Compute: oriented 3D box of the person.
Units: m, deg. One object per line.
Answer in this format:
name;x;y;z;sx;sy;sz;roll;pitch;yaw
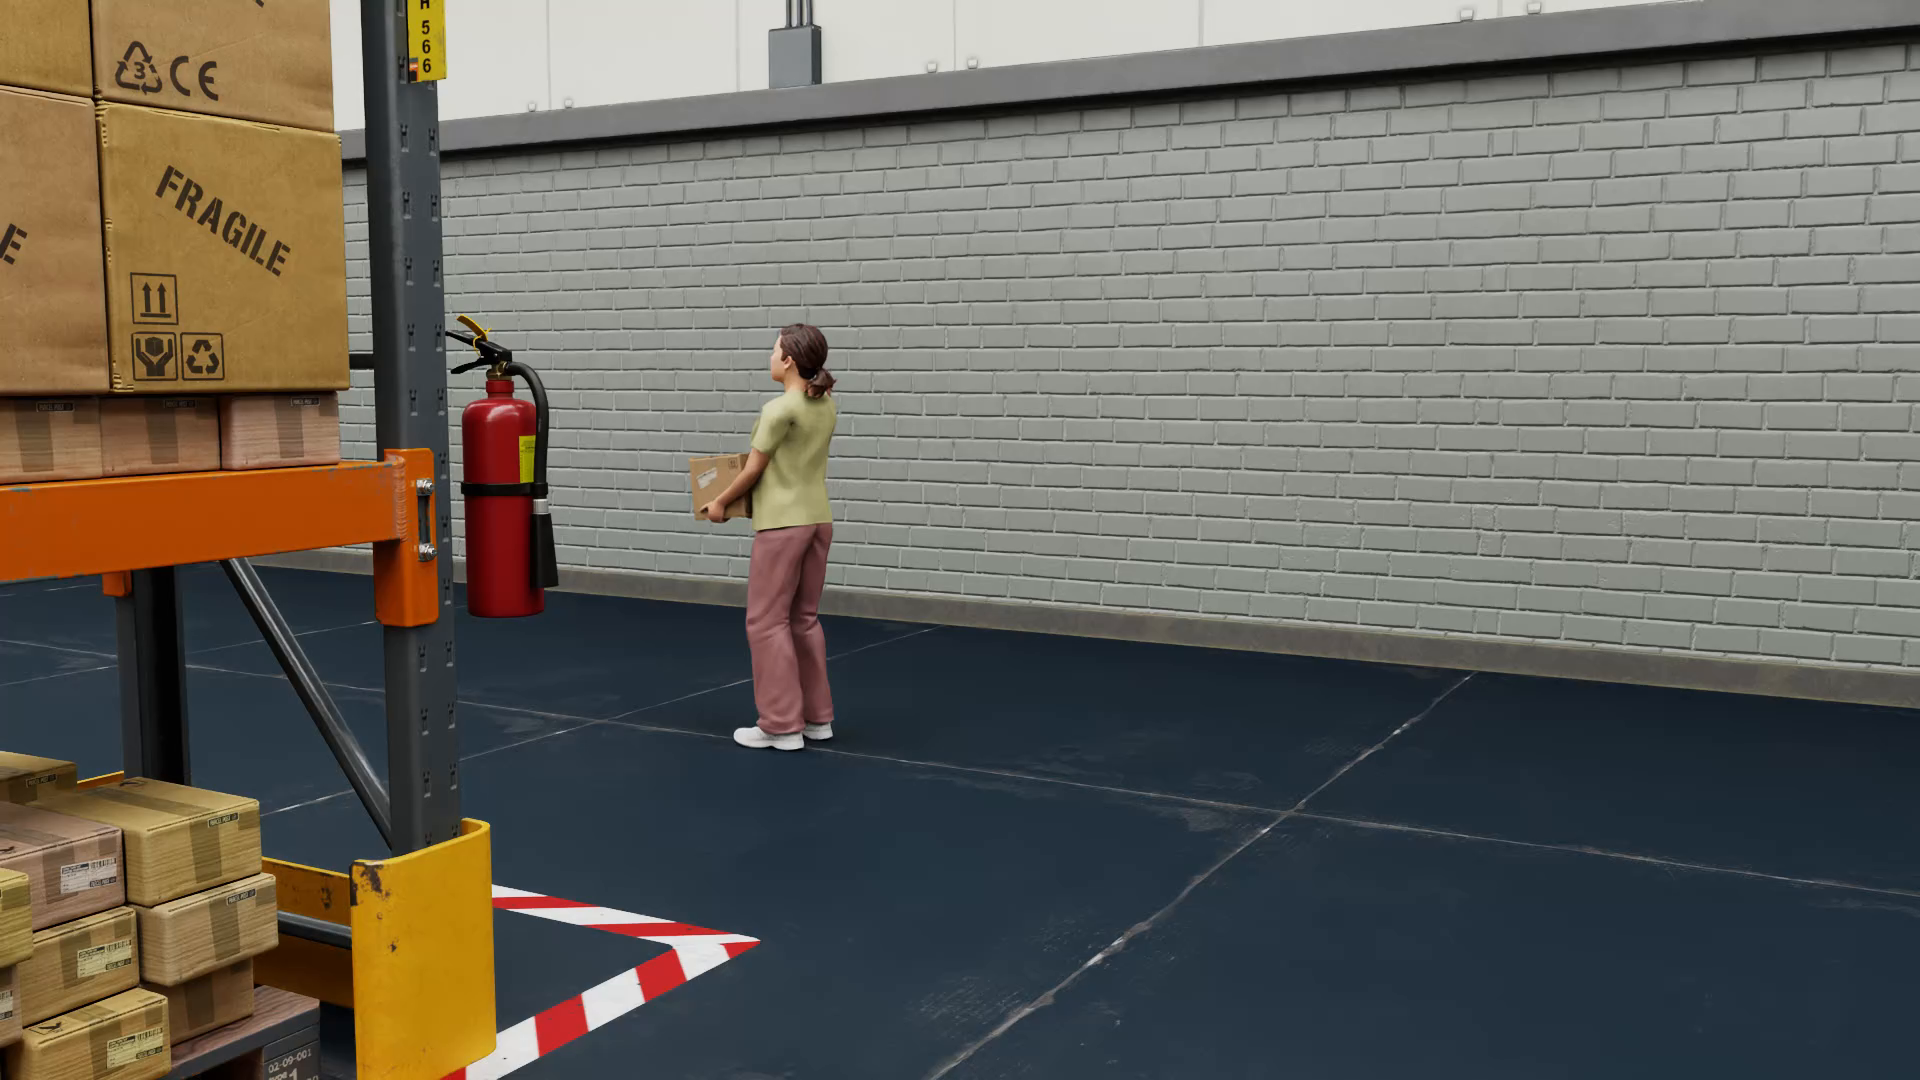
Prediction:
person;-0.734;-0.021;6.579;0.547;1.662;0.427;3;7;29
